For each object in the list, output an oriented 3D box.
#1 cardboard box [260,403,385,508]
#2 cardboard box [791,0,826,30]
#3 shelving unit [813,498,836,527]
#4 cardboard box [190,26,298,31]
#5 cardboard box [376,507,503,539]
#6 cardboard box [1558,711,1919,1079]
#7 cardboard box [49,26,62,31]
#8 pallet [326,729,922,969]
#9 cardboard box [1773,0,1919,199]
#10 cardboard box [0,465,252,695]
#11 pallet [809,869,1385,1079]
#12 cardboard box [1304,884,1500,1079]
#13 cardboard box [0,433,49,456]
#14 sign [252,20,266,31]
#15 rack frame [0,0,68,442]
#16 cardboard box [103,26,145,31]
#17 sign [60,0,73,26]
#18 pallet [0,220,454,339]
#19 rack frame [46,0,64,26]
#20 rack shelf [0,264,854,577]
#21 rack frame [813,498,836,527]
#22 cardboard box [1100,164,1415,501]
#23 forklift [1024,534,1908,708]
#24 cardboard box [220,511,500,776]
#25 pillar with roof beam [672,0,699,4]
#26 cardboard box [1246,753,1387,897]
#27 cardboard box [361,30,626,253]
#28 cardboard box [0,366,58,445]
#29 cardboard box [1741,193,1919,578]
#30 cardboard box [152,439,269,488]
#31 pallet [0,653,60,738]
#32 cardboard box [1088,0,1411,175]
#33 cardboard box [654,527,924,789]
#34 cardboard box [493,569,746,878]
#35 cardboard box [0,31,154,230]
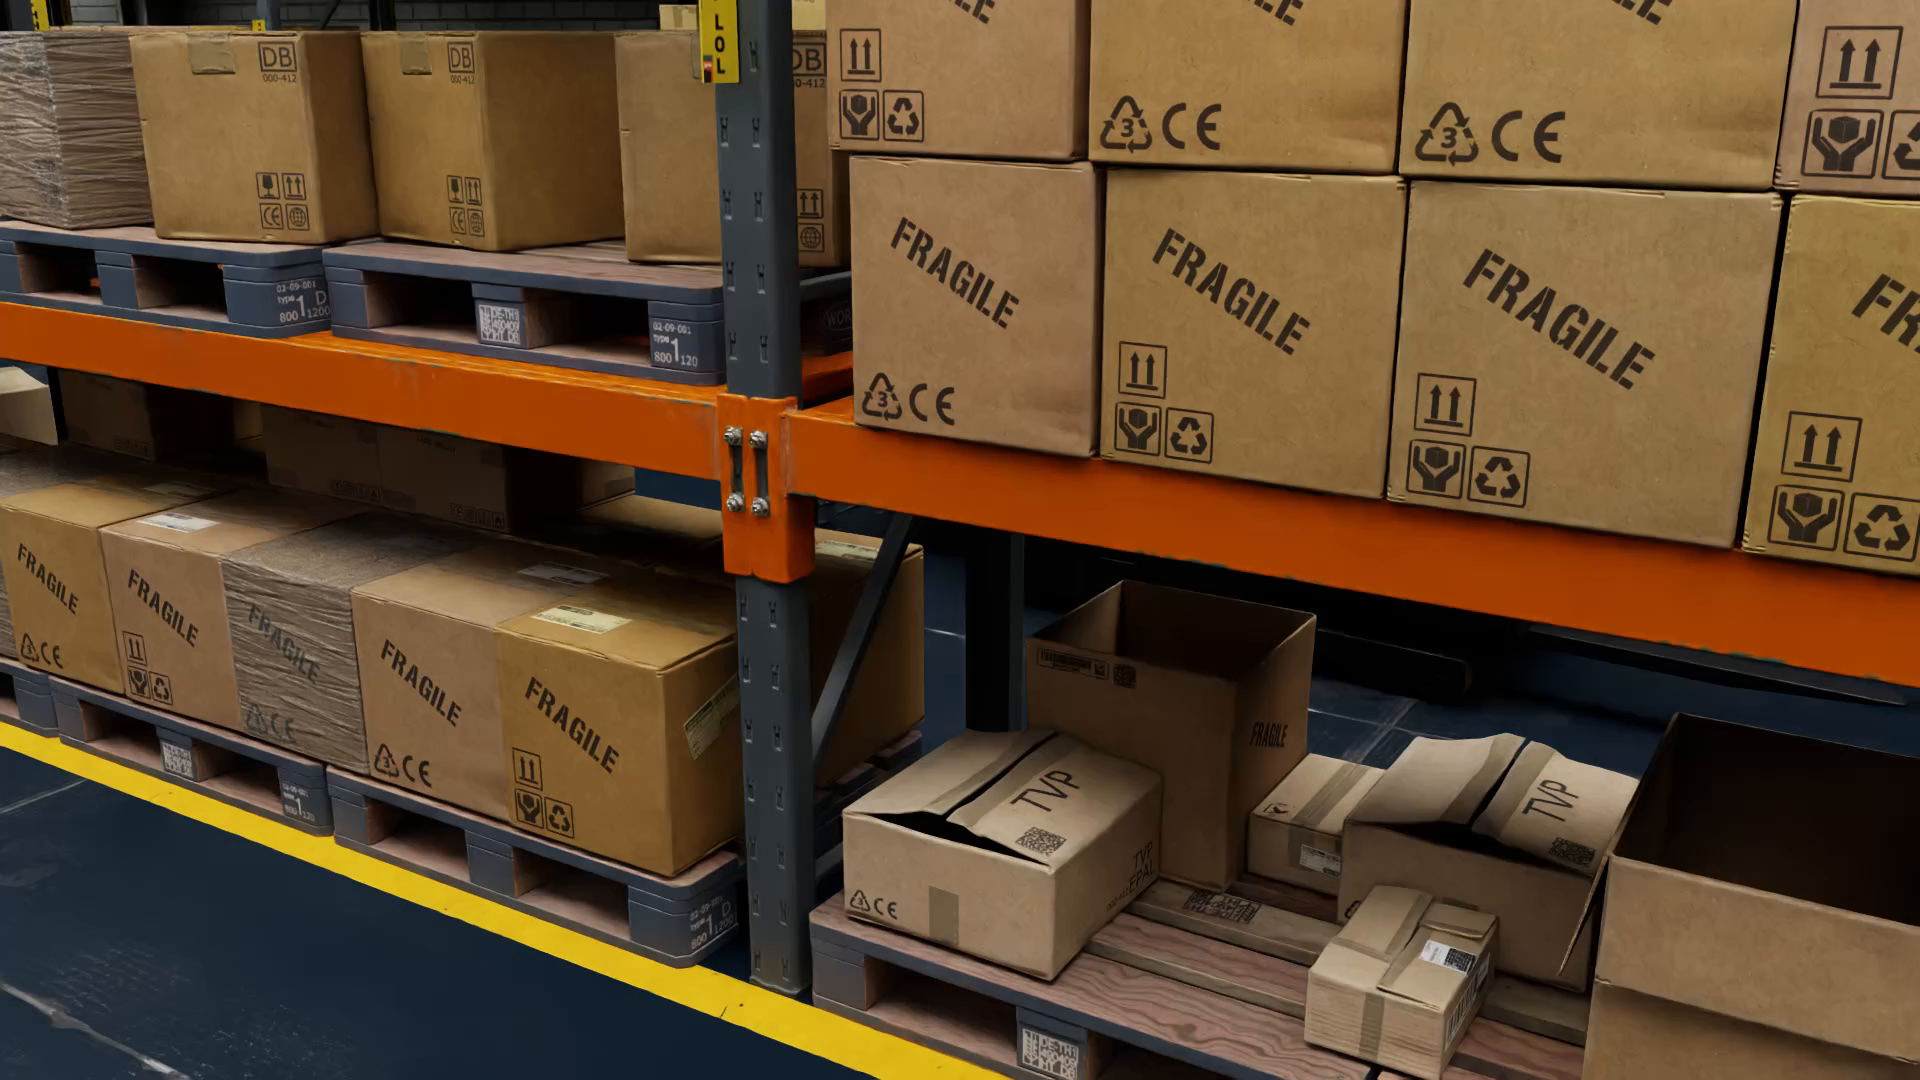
[{"bbox_3d":[-1.712,-0.307,4.986,0.500,0.250,0.500,10,19,29],"label":"cardboard box"},{"bbox_3d":[-0.691,-2.829,9.025,0.500,0.250,0.500,11,20,31],"label":"cardboard box"},{"bbox_3d":[-0.078,-0.564,6.791,1.048,1.125,0.538,12,21,33],"label":"shelving unit"},{"bbox_3d":[-4.940,-3.308,11.545,0.500,0.500,0.500,10,20,30],"label":"cardboard box"},{"bbox_3d":[-1.315,0.123,4.858,0.500,0.500,0.500,10,20,31],"label":"cardboard box"},{"bbox_3d":[1.456,0.696,2.966,0.637,0.503,0.797,10,20,30],"label":"cardboard box"},{"bbox_3d":[-6.682,-3.616,12.559,0.500,0.500,0.500,9,19,28],"label":"cardboard box"},{"bbox_3d":[-0.861,0.648,4.385,1.213,0.211,1.003,10,20,30],"label":"pallet"},{"bbox_3d":[1.425,-0.722,2.204,0.500,0.500,0.500,11,20,32],"label":"cardboard box"},{"bbox_3d":[-2.444,0.101,4.932,0.500,0.500,0.500,10,19,29],"label":"cardboard box"},{"bbox_3d":[0.437,0.867,3.664,1.213,0.211,1.003,10,20,30],"label":"pallet"},{"bbox_3d":[0.839,0.820,3.140,0.250,0.166,0.380,10,20,30],"label":"cardboard box"},{"bbox_3d":[-3.318,-0.055,5.445,0.500,0.500,0.500,11,20,32],"label":"cardboard box"},{"bbox_3d":[-4.653,-3.295,11.078,0.005,0.325,0.100,10,20,30],"label":"sign"},{"bbox_3d":[-3.556,-1.180,5.606,0.127,3.000,1.000,10,20,30],"label":"rack frame"},{"bbox_3d":[-5.792,-3.462,12.051,0.500,0.500,0.500,9,19,28],"label":"cardboard box"},{"bbox_3d":[-7.477,-4.464,13.881,0.005,0.325,0.100,10,20,30],"label":"sign"},{"bbox_3d":[-1.897,-0.794,4.664,1.213,0.211,1.003,10,20,30],"label":"pallet"},{"bbox_3d":[-7.784,-3.625,13.653,0.127,3.000,1.000,10,20,30],"label":"rack frame"},{"bbox_3d":[-1.852,-0.532,4.709,4.000,0.370,1.077,10,20,30],"label":"rack shelf"},{"bbox_3d":[-0.495,-0.650,7.069,0.032,1.125,0.500,12,21,33],"label":"rack frame"},{"bbox_3d":[0.582,-0.398,2.858,0.500,0.500,0.500,11,20,31],"label":"cardboard box"},{"bbox_3d":[1.587,-1.067,5.351,3.031,2.935,1.130,12,21,34],"label":"forklift"},{"bbox_3d":[-1.562,0.256,4.422,0.500,0.500,0.500,10,20,31],"label":"cardboard box"},{"bbox_3d":[-3.875,-4.624,6.621,0.400,9.000,9.100,10,20,30],"label":"pillar with roof beam"},{"bbox_3d":[0.837,0.640,3.761,0.250,0.149,0.380,10,20,30],"label":"cardboard box"},{"bbox_3d":[-1.054,-1.037,4.240,0.500,0.500,0.700,14,22,39],"label":"cardboard box"},{"bbox_3d":[-3.849,-0.486,6.365,0.500,0.311,0.500,11,20,32],"label":"cardboard box"},{"bbox_3d":[1.441,-0.244,2.352,0.500,0.500,0.500,10,19,29],"label":"cardboard box"},{"bbox_3d":[-2.196,-0.032,5.369,0.500,0.500,0.500,9,19,28],"label":"cardboard box"},{"bbox_3d":[-2.940,0.277,5.607,1.213,0.211,1.003,10,20,30],"label":"pallet"},{"bbox_3d":[0.546,-0.879,2.720,0.500,0.500,0.500,9,19,28],"label":"cardboard box"},{"bbox_3d":[-0.433,0.280,4.344,0.500,0.500,0.500,9,19,28],"label":"cardboard box"},{"bbox_3d":[-0.718,0.409,3.916,0.500,0.500,0.500,10,20,30],"label":"cardboard box"},{"bbox_3d":[-2.281,-1.175,4.694,0.500,0.500,0.700,15,22,40],"label":"cardboard box"}]
